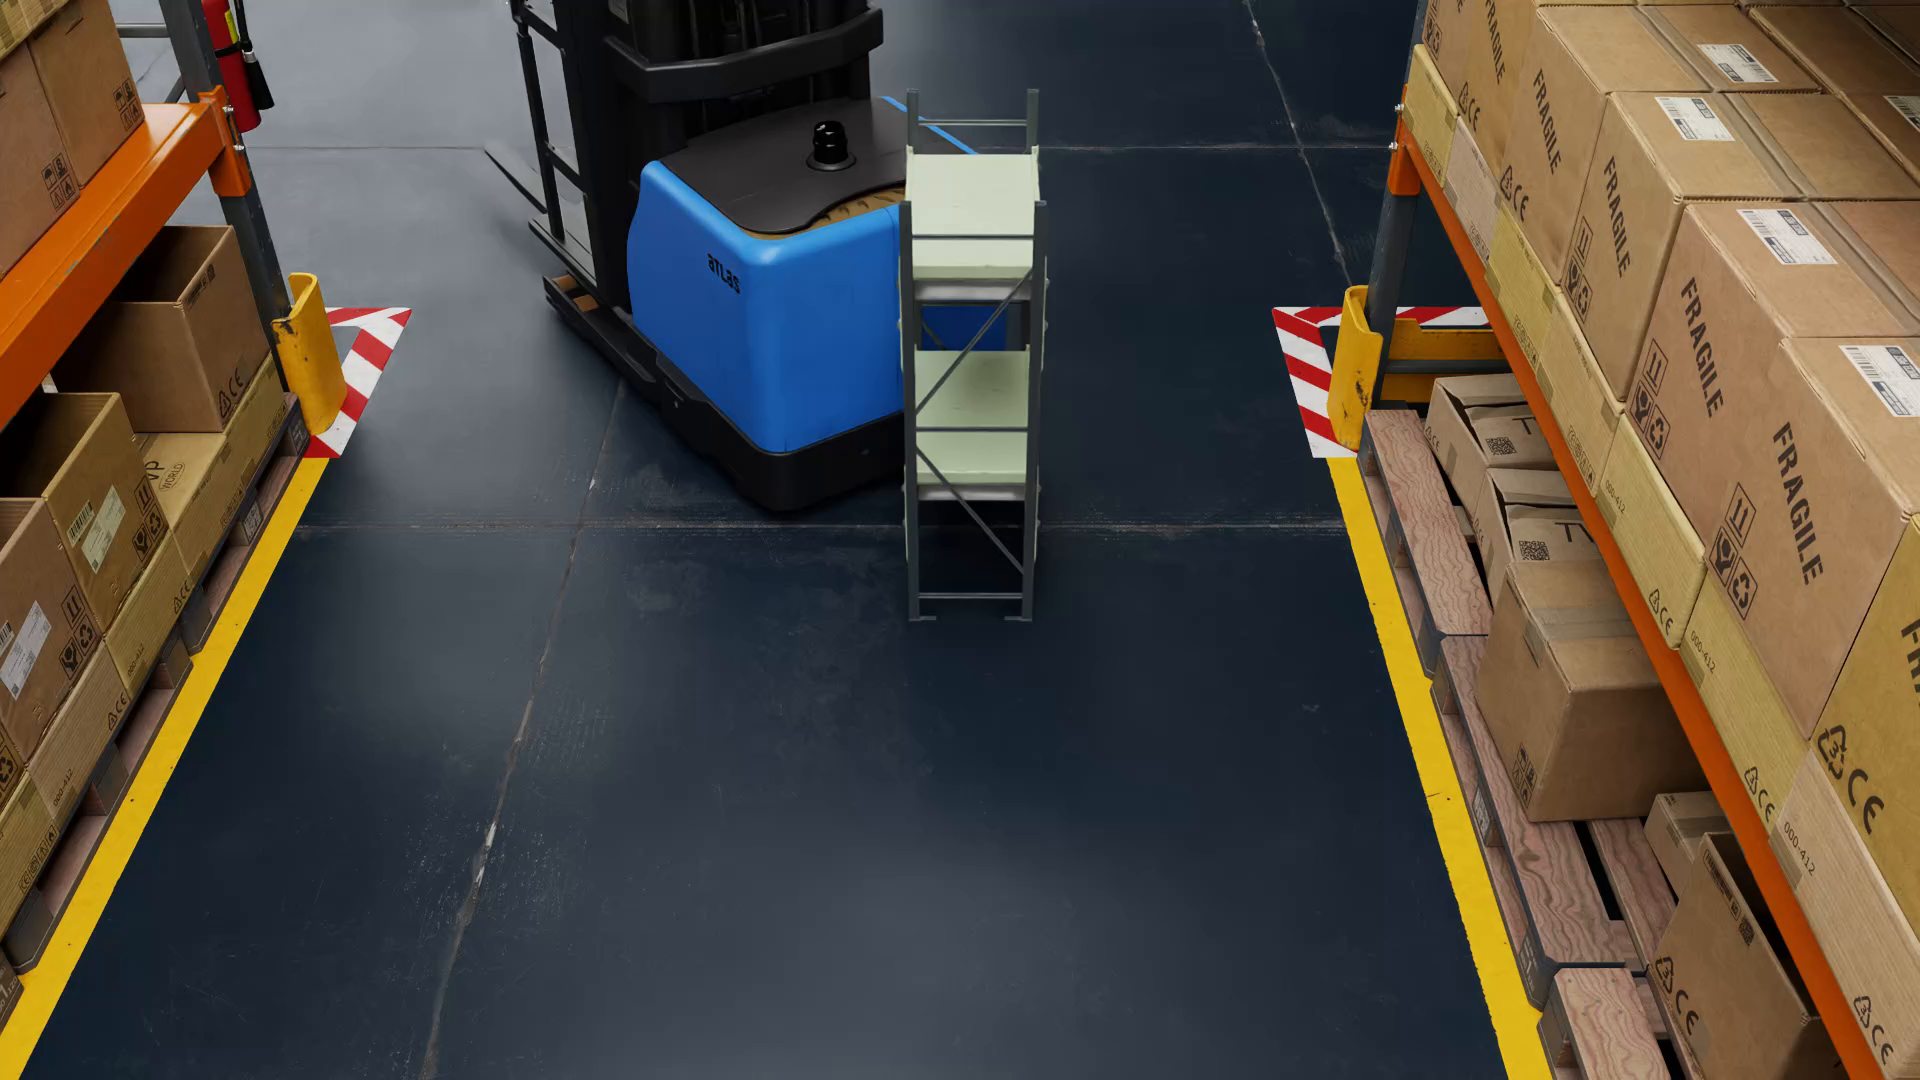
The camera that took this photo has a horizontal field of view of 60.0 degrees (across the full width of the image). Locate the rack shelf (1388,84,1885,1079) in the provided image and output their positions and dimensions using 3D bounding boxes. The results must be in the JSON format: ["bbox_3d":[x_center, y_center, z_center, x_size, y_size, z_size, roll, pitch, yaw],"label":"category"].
[{"bbox_3d":[1.994,-0.126,4.084,1.077,0.370,4.000,0,39,0],"label":"rack shelf"}]

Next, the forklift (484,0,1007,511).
[{"bbox_3d":[-1.062,-2.127,6.060,1.130,2.935,3.031,-23,44,-26],"label":"forklift"}]

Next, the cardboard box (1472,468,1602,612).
[{"bbox_3d":[1.903,0.009,5.138,0.500,0.311,0.500,3,39,4],"label":"cardboard box"}]

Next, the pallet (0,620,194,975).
[{"bbox_3d":[-2.920,0.676,4.738,1.003,0.211,1.213,0,39,0],"label":"pallet"}]

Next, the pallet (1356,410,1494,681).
[{"bbox_3d":[1.958,-0.014,5.598,1.003,0.211,1.213,0,39,0],"label":"pallet"}]

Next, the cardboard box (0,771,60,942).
[{"bbox_3d":[-2.645,0.843,4.162,0.500,0.250,0.500,0,39,0],"label":"cardboard box"}]

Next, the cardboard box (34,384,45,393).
[{"bbox_3d":[-3.181,-0.387,5.097,0.500,0.500,0.500,0,39,0],"label":"cardboard box"}]

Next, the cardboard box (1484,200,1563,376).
[{"bbox_3d":[1.685,-0.658,4.276,0.500,0.250,0.500,-1,39,-1],"label":"cardboard box"}]

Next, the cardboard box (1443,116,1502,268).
[{"bbox_3d":[1.690,-0.977,4.674,0.500,0.250,0.500,-1,39,-1],"label":"cardboard box"}]

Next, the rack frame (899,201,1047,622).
[{"bbox_3d":[0.035,-0.324,4.955,0.400,1.500,0.023,0,39,0],"label":"rack frame"}]

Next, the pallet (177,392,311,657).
[{"bbox_3d":[-2.919,-0.085,5.687,1.003,0.211,1.213,0,39,0],"label":"pallet"}]

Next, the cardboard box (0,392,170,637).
[{"bbox_3d":[-2.648,-0.075,4.708,0.500,0.500,0.500,0,39,0],"label":"cardboard box"}]

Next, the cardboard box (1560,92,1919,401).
[{"bbox_3d":[1.689,-0.646,3.661,0.500,0.500,0.500,1,39,1],"label":"cardboard box"}]

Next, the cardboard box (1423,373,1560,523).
[{"bbox_3d":[1.903,-0.347,5.583,0.500,0.311,0.500,-4,39,-5],"label":"cardboard box"}]

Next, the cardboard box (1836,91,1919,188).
[{"bbox_3d":[2.201,-0.652,3.669,0.500,0.500,0.500,0,39,1],"label":"cardboard box"}]

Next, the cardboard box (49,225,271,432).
[{"bbox_3d":[-2.663,-0.700,5.488,0.500,0.500,0.500,0,39,0],"label":"cardboard box"}]

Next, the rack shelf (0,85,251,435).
[{"bbox_3d":[-2.959,-0.120,4.077,1.077,0.370,4.000,0,39,0],"label":"rack shelf"}]

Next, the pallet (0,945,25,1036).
[{"bbox_3d":[-2.916,1.441,3.783,1.003,0.211,1.213,0,39,0],"label":"pallet"}]

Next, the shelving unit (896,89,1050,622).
[{"bbox_3d":[0.037,-0.553,5.241,0.431,1.500,0.755,0,39,0],"label":"shelving unit"}]

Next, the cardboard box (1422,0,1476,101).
[{"bbox_3d":[1.692,-1.601,4.853,0.500,0.500,0.500,0,39,0],"label":"cardboard box"}]

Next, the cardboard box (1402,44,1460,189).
[{"bbox_3d":[1.675,-1.301,5.079,0.500,0.250,0.500,-1,39,-1],"label":"cardboard box"}]

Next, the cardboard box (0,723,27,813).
[{"bbox_3d":[-2.646,0.551,3.927,0.500,0.500,0.500,0,39,0],"label":"cardboard box"}]

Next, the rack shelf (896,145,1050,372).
[{"bbox_3d":[0.037,-0.858,4.997,0.431,0.370,0.720,0,39,0],"label":"rack shelf"}]

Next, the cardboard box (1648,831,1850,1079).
[{"bbox_3d":[1.955,0.999,3.752,0.500,0.500,0.500,-3,39,-3],"label":"cardboard box"}]

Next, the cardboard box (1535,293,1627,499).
[{"bbox_3d":[1.683,-0.342,3.882,0.500,0.250,0.500,0,39,0],"label":"cardboard box"}]

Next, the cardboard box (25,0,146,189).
[{"bbox_3d":[-2.974,-1.399,5.017,0.700,0.500,0.500,0,39,0],"label":"cardboard box"}]

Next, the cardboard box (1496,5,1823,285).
[{"bbox_3d":[1.677,-0.968,4.064,0.500,0.500,0.500,-1,39,-2],"label":"cardboard box"}]

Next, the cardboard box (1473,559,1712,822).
[{"bbox_3d":[1.854,0.394,4.506,0.700,0.500,0.500,-2,39,-3],"label":"cardboard box"}]

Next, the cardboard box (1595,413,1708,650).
[{"bbox_3d":[1.685,-0.027,3.489,0.500,0.250,0.500,0,39,0],"label":"cardboard box"}]

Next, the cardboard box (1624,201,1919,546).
[{"bbox_3d":[1.691,-0.320,3.255,0.500,0.500,0.500,-1,39,-1],"label":"cardboard box"}]

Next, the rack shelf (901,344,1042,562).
[{"bbox_3d":[0.037,-0.299,5.445,0.431,0.370,0.720,0,39,0],"label":"rack shelf"}]

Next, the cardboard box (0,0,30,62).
[{"bbox_3d":[-2.769,-1.381,4.476,0.380,0.149,0.250,-1,39,-1],"label":"cardboard box"}]

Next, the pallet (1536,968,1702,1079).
[{"bbox_3d":[1.960,1.512,3.694,1.003,0.211,1.213,0,39,0],"label":"pallet"}]

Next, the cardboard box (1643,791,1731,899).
[{"bbox_3d":[2.015,0.785,4.300,0.380,0.149,0.250,-3,39,-4],"label":"cardboard box"}]

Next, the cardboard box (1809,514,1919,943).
[{"bbox_3d":[1.687,0.307,2.473,0.500,0.500,0.500,0,39,0],"label":"cardboard box"}]

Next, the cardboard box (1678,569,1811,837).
[{"bbox_3d":[1.701,0.287,3.097,0.500,0.250,0.500,0,39,0],"label":"cardboard box"}]

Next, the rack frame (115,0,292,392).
[{"bbox_3d":[-2.962,-1.652,5.412,1.000,3.000,0.127,0,39,0],"label":"rack frame"}]

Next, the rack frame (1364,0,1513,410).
[{"bbox_3d":[1.992,-1.657,5.420,1.000,3.000,0.127,0,39,0],"label":"rack frame"}]

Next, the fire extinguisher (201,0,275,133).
[{"bbox_3d":[-2.497,-1.696,5.529,0.296,0.674,0.183,0,39,0],"label":"fire extinguisher"}]

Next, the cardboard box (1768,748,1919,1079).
[{"bbox_3d":[1.693,0.599,2.708,0.500,0.250,0.500,0,39,0],"label":"cardboard box"}]

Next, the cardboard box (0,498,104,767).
[{"bbox_3d":[-2.648,0.238,4.318,0.500,0.500,0.500,0,39,0],"label":"cardboard box"}]

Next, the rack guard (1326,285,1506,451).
[{"bbox_3d":[1.992,-0.635,6.142,1.175,0.500,0.348,0,39,0],"label":"rack guard"}]

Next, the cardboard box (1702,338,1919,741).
[{"bbox_3d":[1.681,-0.005,2.862,0.500,0.500,0.500,0,39,0],"label":"cardboard box"}]

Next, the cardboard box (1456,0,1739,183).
[{"bbox_3d":[1.683,-1.292,4.467,0.500,0.500,0.500,0,39,0],"label":"cardboard box"}]

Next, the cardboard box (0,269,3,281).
[{"bbox_3d":[-2.974,-0.760,4.219,0.700,0.500,0.500,0,39,0],"label":"cardboard box"}]

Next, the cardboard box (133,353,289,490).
[{"bbox_3d":[-2.666,-0.407,5.723,0.500,0.250,0.500,0,39,0],"label":"cardboard box"}]

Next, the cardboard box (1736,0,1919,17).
[{"bbox_3d":[2.196,-1.290,4.465,0.500,0.500,0.500,0,39,1],"label":"cardboard box"}]

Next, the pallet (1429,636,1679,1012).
[{"bbox_3d":[1.956,0.747,4.649,1.003,0.211,1.213,0,39,0],"label":"pallet"}]

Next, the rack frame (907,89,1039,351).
[{"bbox_3d":[0.038,-0.782,5.527,0.400,1.500,0.023,0,39,0],"label":"rack frame"}]

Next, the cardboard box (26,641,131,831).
[{"bbox_3d":[-2.652,0.531,4.552,0.500,0.250,0.500,0,39,0],"label":"cardboard box"}]

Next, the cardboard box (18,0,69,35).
[{"bbox_3d":[-2.769,-1.541,4.676,0.380,0.149,0.250,1,39,1],"label":"cardboard box"}]

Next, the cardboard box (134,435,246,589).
[{"bbox_3d":[-2.653,-0.095,5.332,0.500,0.250,0.500,0,39,0],"label":"cardboard box"}]

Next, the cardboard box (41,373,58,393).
[{"bbox_3d":[-3.184,-0.407,5.722,0.500,0.250,0.500,0,39,0],"label":"cardboard box"}]

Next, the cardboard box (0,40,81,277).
[{"bbox_3d":[-2.969,-1.070,4.607,0.700,0.500,0.500,1,39,1],"label":"cardboard box"}]

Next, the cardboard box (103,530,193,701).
[{"bbox_3d":[-2.651,0.218,4.942,0.500,0.250,0.500,0,39,0],"label":"cardboard box"}]

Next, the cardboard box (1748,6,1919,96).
[{"bbox_3d":[2.201,-0.967,4.062,0.500,0.500,0.500,-1,39,-1],"label":"cardboard box"}]

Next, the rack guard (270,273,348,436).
[{"bbox_3d":[-2.962,-0.691,6.213,1.175,0.500,0.348,0,39,0],"label":"rack guard"}]
